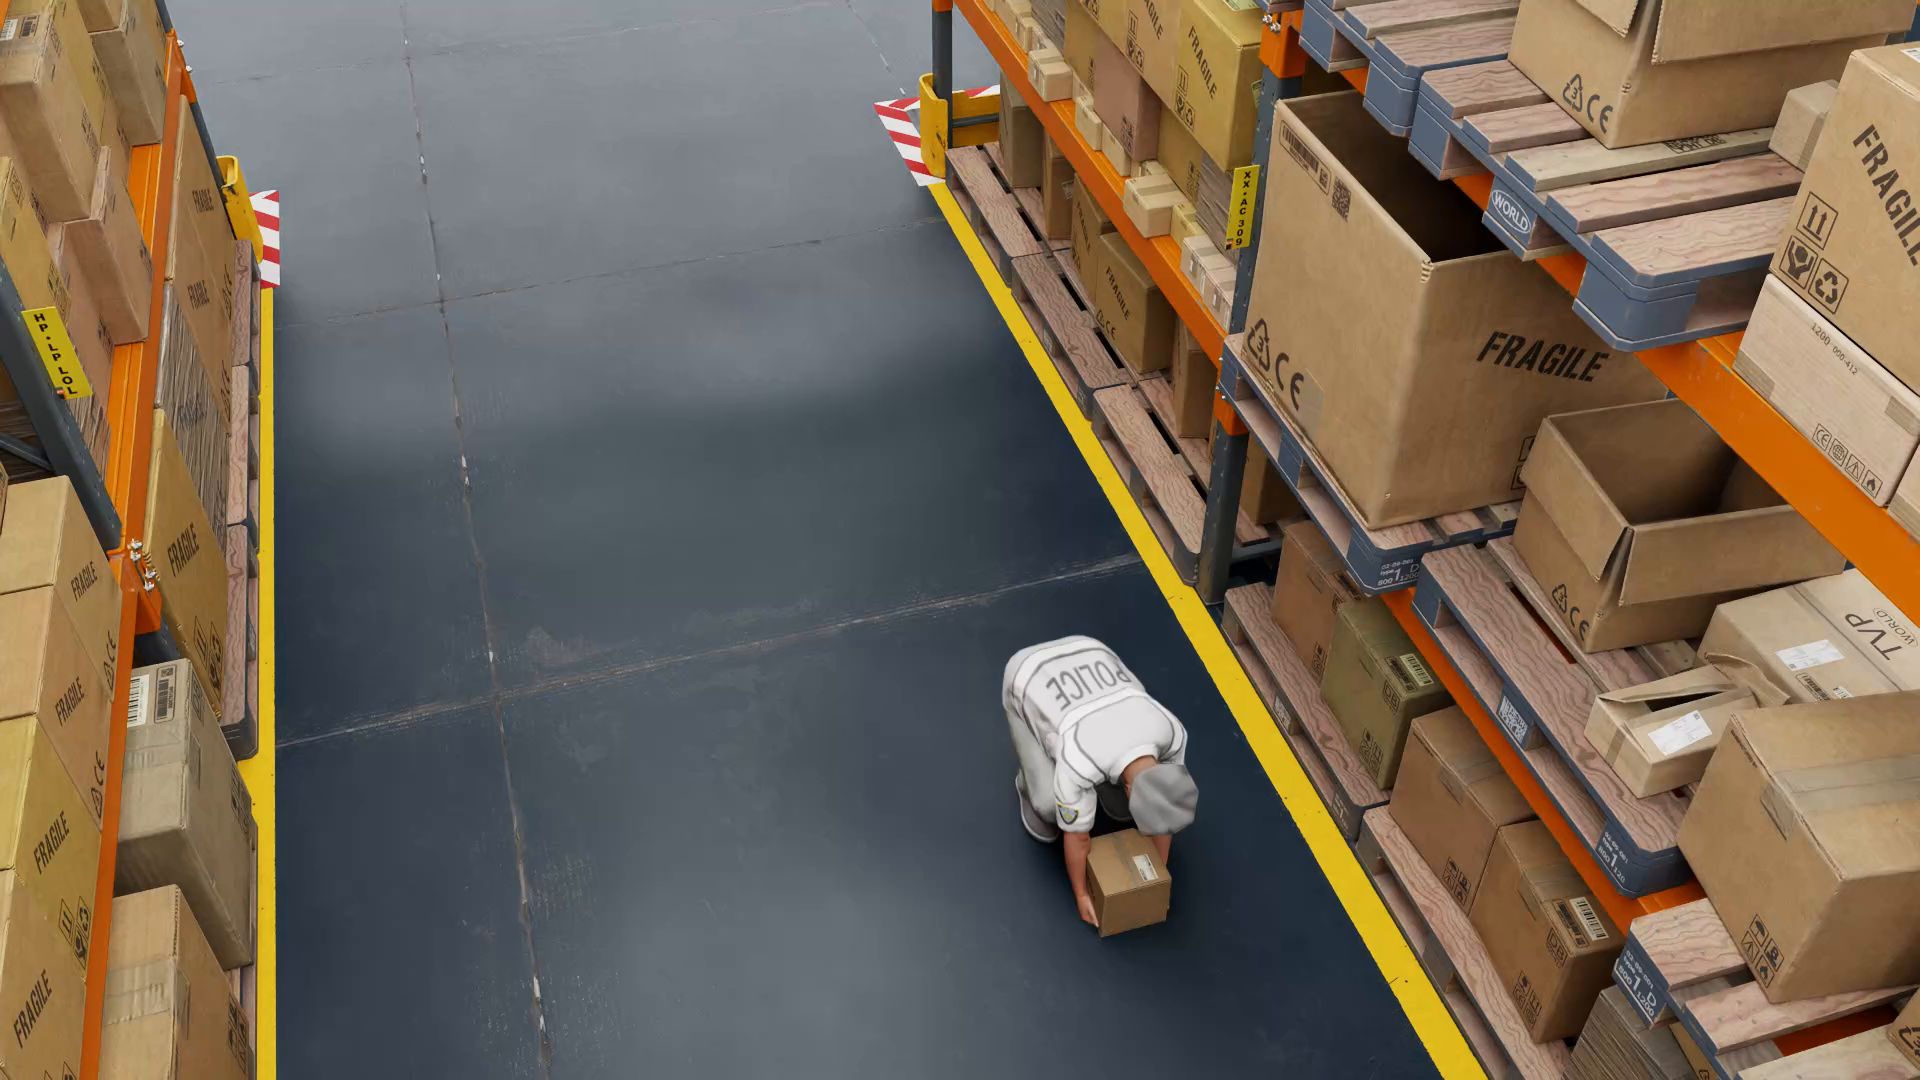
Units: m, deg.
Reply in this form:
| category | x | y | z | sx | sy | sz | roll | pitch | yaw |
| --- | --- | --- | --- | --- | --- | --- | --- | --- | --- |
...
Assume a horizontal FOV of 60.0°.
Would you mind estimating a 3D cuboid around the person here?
| category | x | y | z | sx | sy | sz | roll | pitch | yaw |
| --- | --- | --- | --- | --- | --- | --- | --- | --- | --- |
| person | 0.494 | 0.826 | 5.964 | 0.531 | 0.829 | 1.015 | -13 | 44 | -14 |
